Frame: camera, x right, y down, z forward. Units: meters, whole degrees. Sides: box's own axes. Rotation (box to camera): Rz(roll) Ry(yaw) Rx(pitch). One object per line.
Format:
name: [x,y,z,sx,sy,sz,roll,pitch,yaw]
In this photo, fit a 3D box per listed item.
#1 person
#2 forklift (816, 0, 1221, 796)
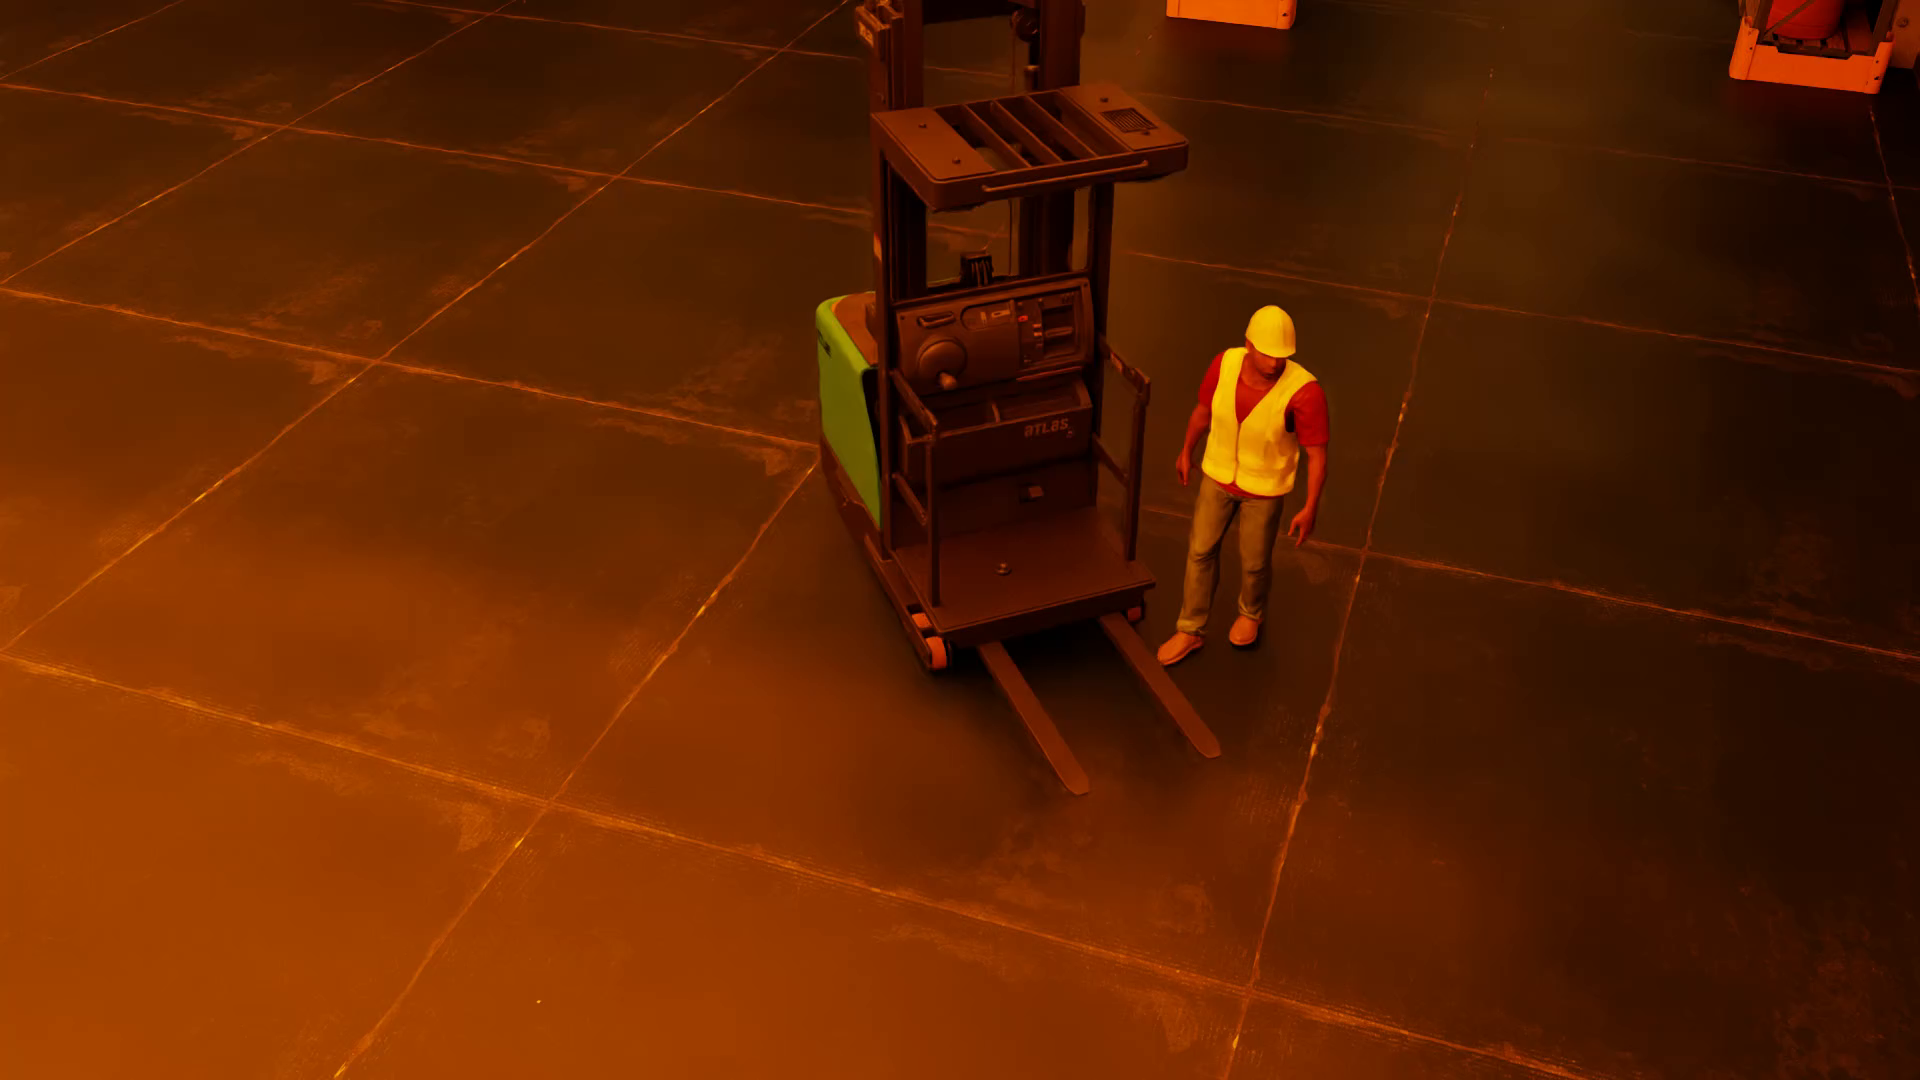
person: [1.244,-0.214,7.437,0.744,1.753,0.649,20,40,26]
forklift: [0.246,-0.857,7.319,1.130,2.935,3.031,-13,37,-17]
